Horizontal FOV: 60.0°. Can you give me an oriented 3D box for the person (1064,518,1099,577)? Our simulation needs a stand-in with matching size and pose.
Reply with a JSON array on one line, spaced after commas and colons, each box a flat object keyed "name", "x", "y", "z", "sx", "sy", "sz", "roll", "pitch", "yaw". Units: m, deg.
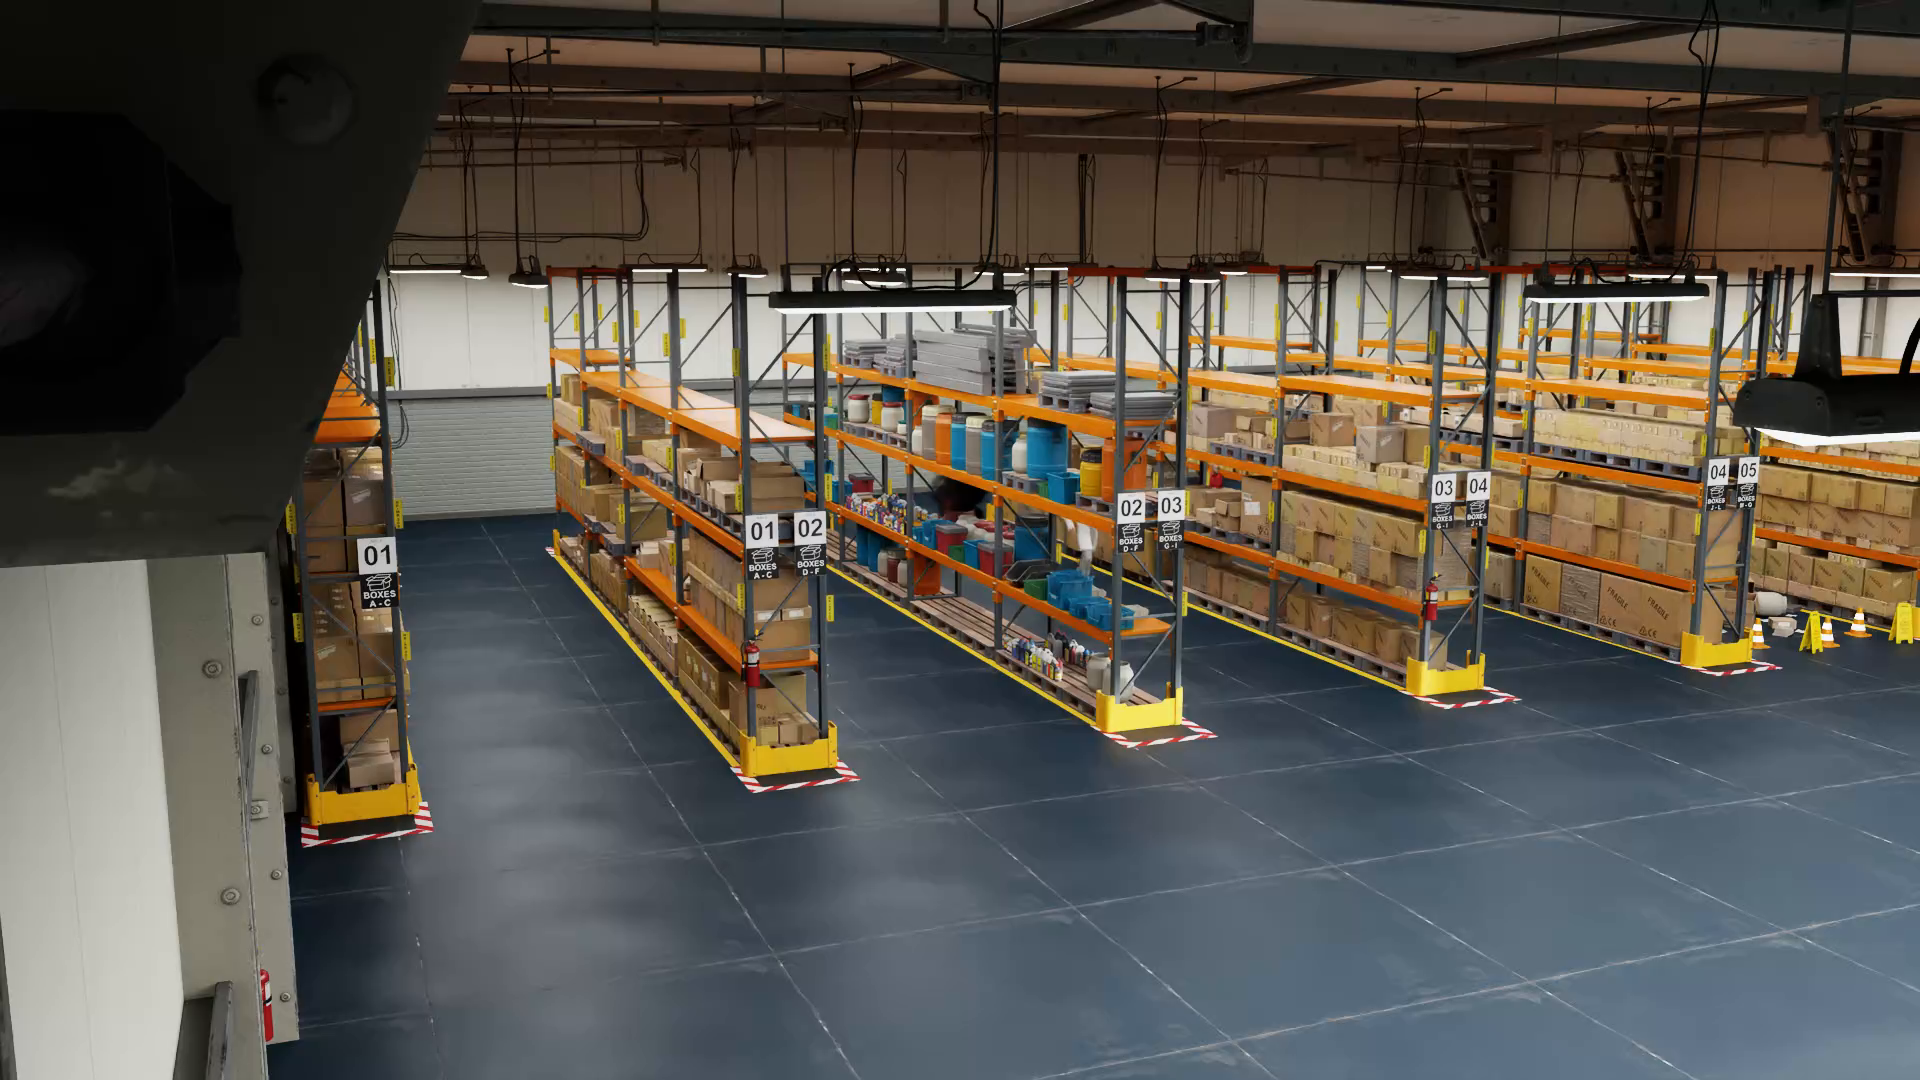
[{"name": "person", "x": 2.298, "y": -0.028, "z": 29.838, "sx": 0.669, "sy": 1.800, "sz": 0.777, "roll": -6, "pitch": 12, "yaw": -33}]

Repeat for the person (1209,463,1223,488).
[{"name": "person", "x": 5.512, "y": -0.815, "z": 36.398, "sx": 0.601, "sy": 1.786, "sz": 0.880, "roll": -3, "pitch": 10, "yaw": -18}]
